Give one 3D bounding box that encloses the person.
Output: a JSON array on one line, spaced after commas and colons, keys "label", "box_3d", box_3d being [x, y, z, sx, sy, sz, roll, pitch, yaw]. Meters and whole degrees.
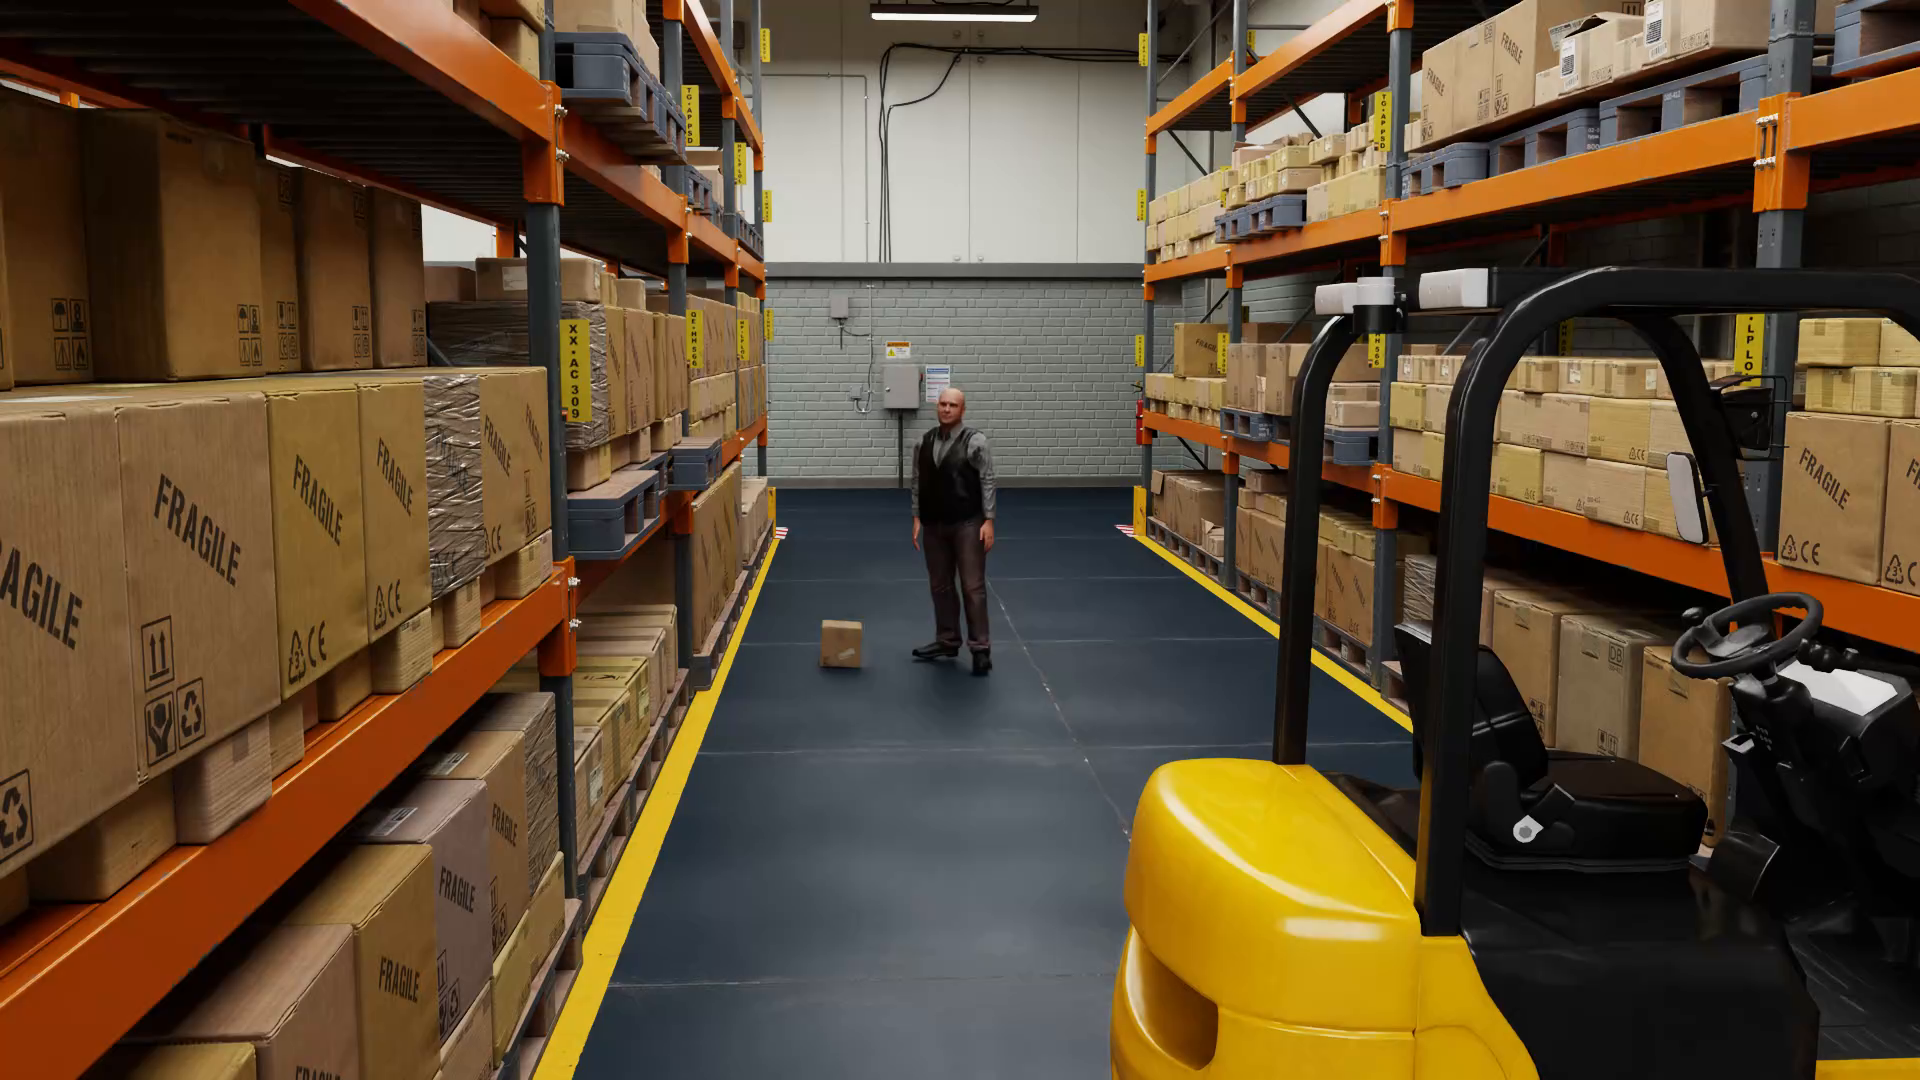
[{"label": "person", "box_3d": [-0.031, -0.079, 10.332, 0.689, 1.717, 0.488, 4, 8, 29]}]
